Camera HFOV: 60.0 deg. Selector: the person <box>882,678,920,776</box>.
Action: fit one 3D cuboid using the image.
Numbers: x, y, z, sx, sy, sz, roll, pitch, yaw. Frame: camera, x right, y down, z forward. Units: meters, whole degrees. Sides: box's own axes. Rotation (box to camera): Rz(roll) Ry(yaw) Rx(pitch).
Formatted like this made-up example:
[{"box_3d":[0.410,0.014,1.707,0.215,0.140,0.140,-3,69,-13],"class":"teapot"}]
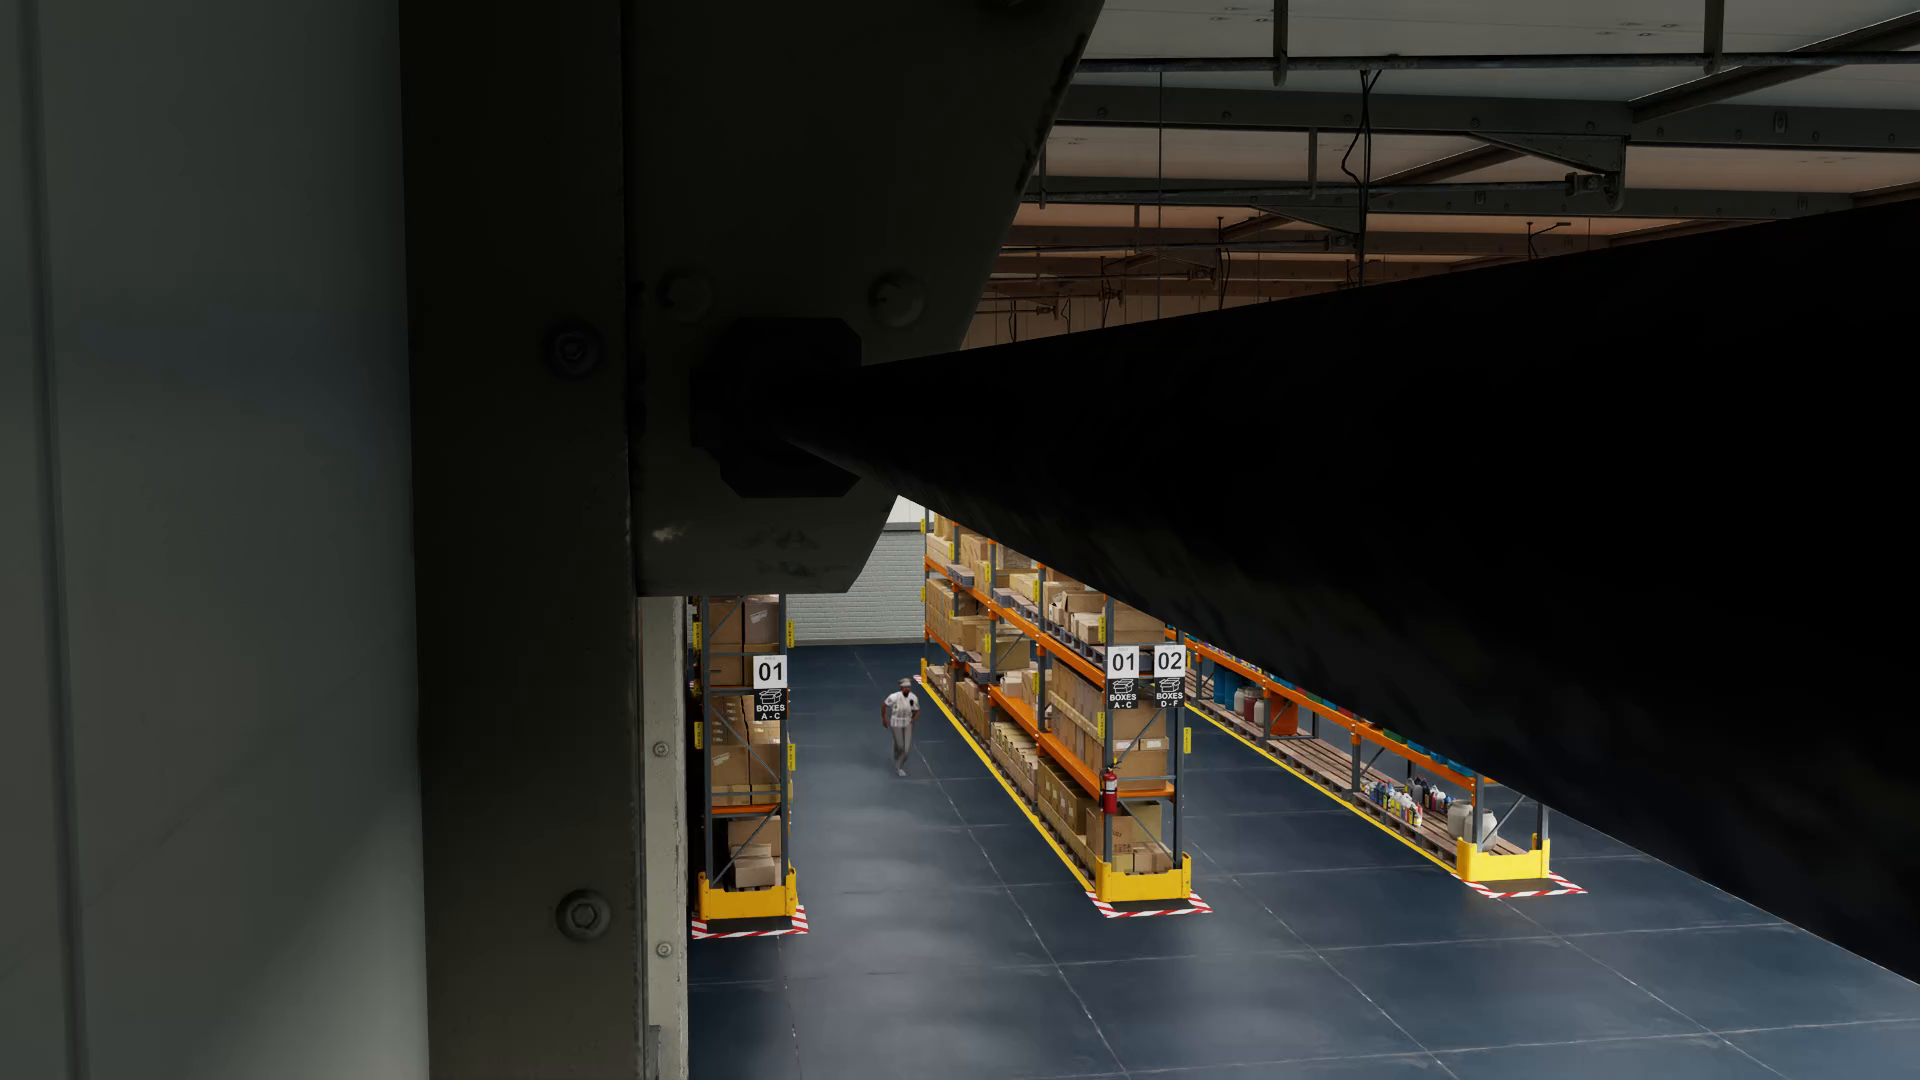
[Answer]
[{"box_3d":[-0.965,3.094,27.625,0.615,1.639,0.643,-1,5,-15],"class":"person"}]
